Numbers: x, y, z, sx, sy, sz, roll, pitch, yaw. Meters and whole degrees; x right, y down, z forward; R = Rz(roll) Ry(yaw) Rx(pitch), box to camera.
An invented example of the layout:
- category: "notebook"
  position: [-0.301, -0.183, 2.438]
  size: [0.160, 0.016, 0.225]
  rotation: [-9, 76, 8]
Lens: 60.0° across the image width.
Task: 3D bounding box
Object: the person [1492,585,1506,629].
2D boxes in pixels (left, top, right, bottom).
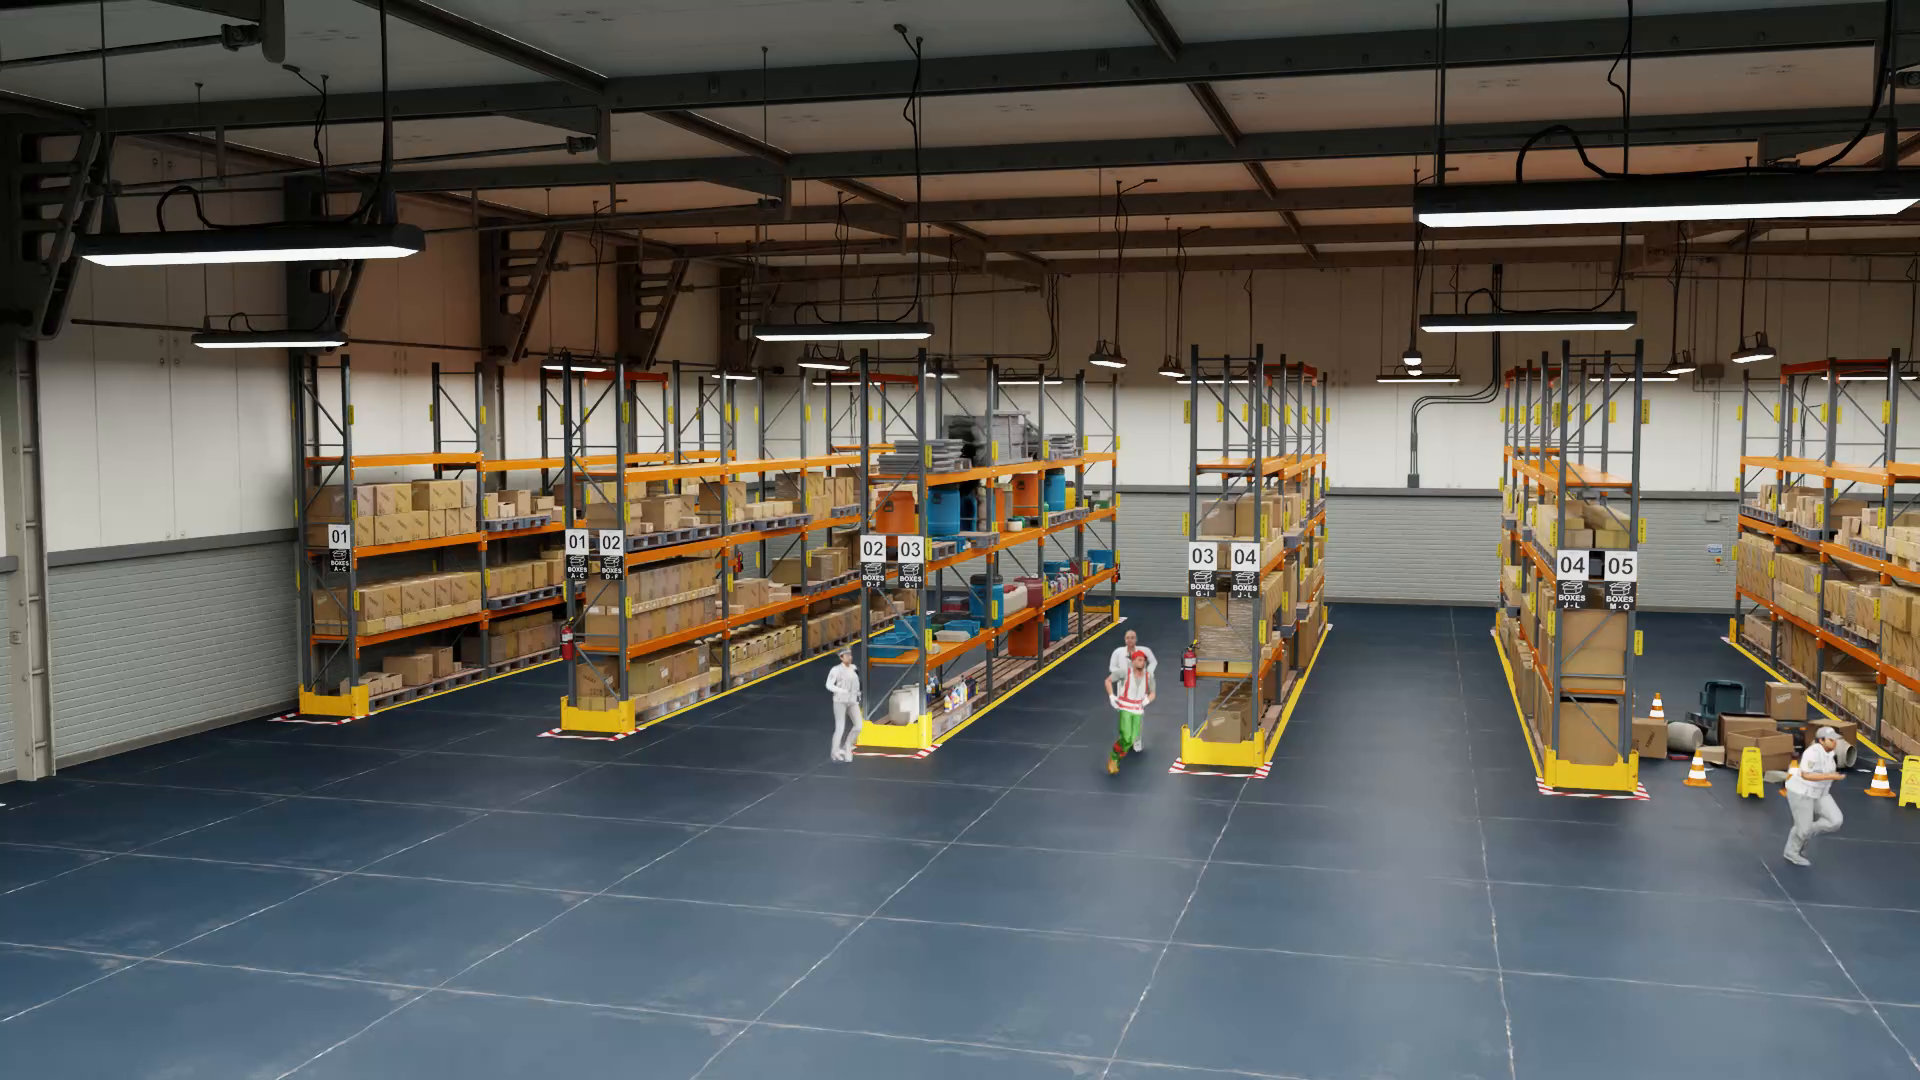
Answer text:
- category: "person"
  position: [12.864, 1.258, 38.899]
  size: [0.716, 1.763, 0.673]
  rotation: [1, 4, 7]

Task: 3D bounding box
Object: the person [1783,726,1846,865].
- category: "person"
  position: [9.466, 2.828, 18.388]
  size: [0.585, 1.598, 0.725]
  rotation: [-2, 5, -26]

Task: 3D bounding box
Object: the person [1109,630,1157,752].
- category: "person"
  position: [2.570, 2.262, 24.905]
  size: [0.682, 1.824, 0.812]
  rotation: [1, 4, 16]

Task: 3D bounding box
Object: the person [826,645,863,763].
- category: "person"
  position: [-1.624, 2.361, 23.988]
  size: [0.627, 1.690, 0.559]
  rotation: [-3, 5, -32]

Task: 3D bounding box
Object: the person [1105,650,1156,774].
- category: "person"
  position: [2.397, 2.389, 23.132]
  size: [0.691, 1.728, 0.624]
  rotation: [-1, 5, -19]
